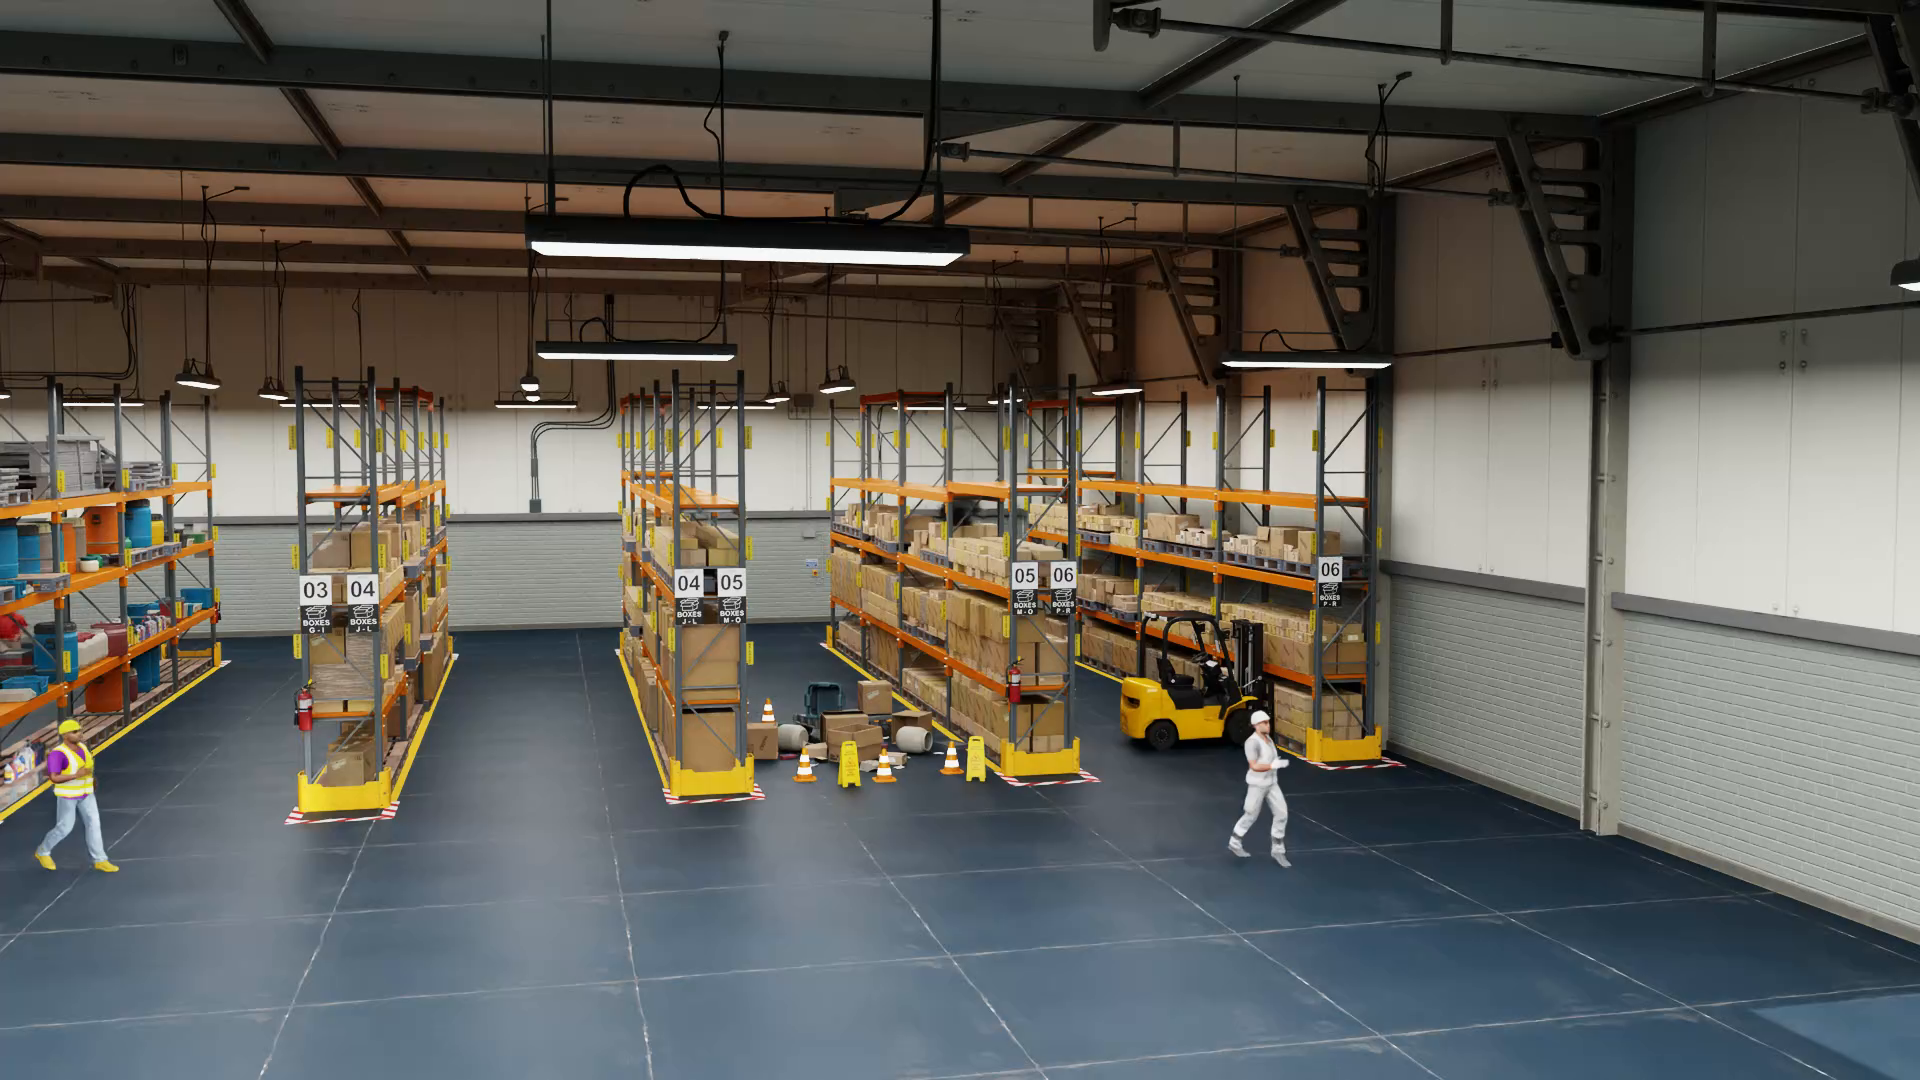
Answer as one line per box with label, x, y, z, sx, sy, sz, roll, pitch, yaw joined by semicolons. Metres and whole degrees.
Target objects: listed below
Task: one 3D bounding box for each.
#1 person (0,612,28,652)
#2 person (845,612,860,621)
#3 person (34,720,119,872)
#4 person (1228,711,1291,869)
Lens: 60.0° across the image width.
person;-19.456;2.134;34.050;0.668;1.726;0.841;-1;4;-20
person;-2.570;1.740;41.665;0.631;1.596;0.613;1;4;16
person;-10.197;2.943;19.150;0.984;1.752;0.706;1;4;16
person;3.561;2.928;19.613;0.780;1.845;0.647;3;5;43
